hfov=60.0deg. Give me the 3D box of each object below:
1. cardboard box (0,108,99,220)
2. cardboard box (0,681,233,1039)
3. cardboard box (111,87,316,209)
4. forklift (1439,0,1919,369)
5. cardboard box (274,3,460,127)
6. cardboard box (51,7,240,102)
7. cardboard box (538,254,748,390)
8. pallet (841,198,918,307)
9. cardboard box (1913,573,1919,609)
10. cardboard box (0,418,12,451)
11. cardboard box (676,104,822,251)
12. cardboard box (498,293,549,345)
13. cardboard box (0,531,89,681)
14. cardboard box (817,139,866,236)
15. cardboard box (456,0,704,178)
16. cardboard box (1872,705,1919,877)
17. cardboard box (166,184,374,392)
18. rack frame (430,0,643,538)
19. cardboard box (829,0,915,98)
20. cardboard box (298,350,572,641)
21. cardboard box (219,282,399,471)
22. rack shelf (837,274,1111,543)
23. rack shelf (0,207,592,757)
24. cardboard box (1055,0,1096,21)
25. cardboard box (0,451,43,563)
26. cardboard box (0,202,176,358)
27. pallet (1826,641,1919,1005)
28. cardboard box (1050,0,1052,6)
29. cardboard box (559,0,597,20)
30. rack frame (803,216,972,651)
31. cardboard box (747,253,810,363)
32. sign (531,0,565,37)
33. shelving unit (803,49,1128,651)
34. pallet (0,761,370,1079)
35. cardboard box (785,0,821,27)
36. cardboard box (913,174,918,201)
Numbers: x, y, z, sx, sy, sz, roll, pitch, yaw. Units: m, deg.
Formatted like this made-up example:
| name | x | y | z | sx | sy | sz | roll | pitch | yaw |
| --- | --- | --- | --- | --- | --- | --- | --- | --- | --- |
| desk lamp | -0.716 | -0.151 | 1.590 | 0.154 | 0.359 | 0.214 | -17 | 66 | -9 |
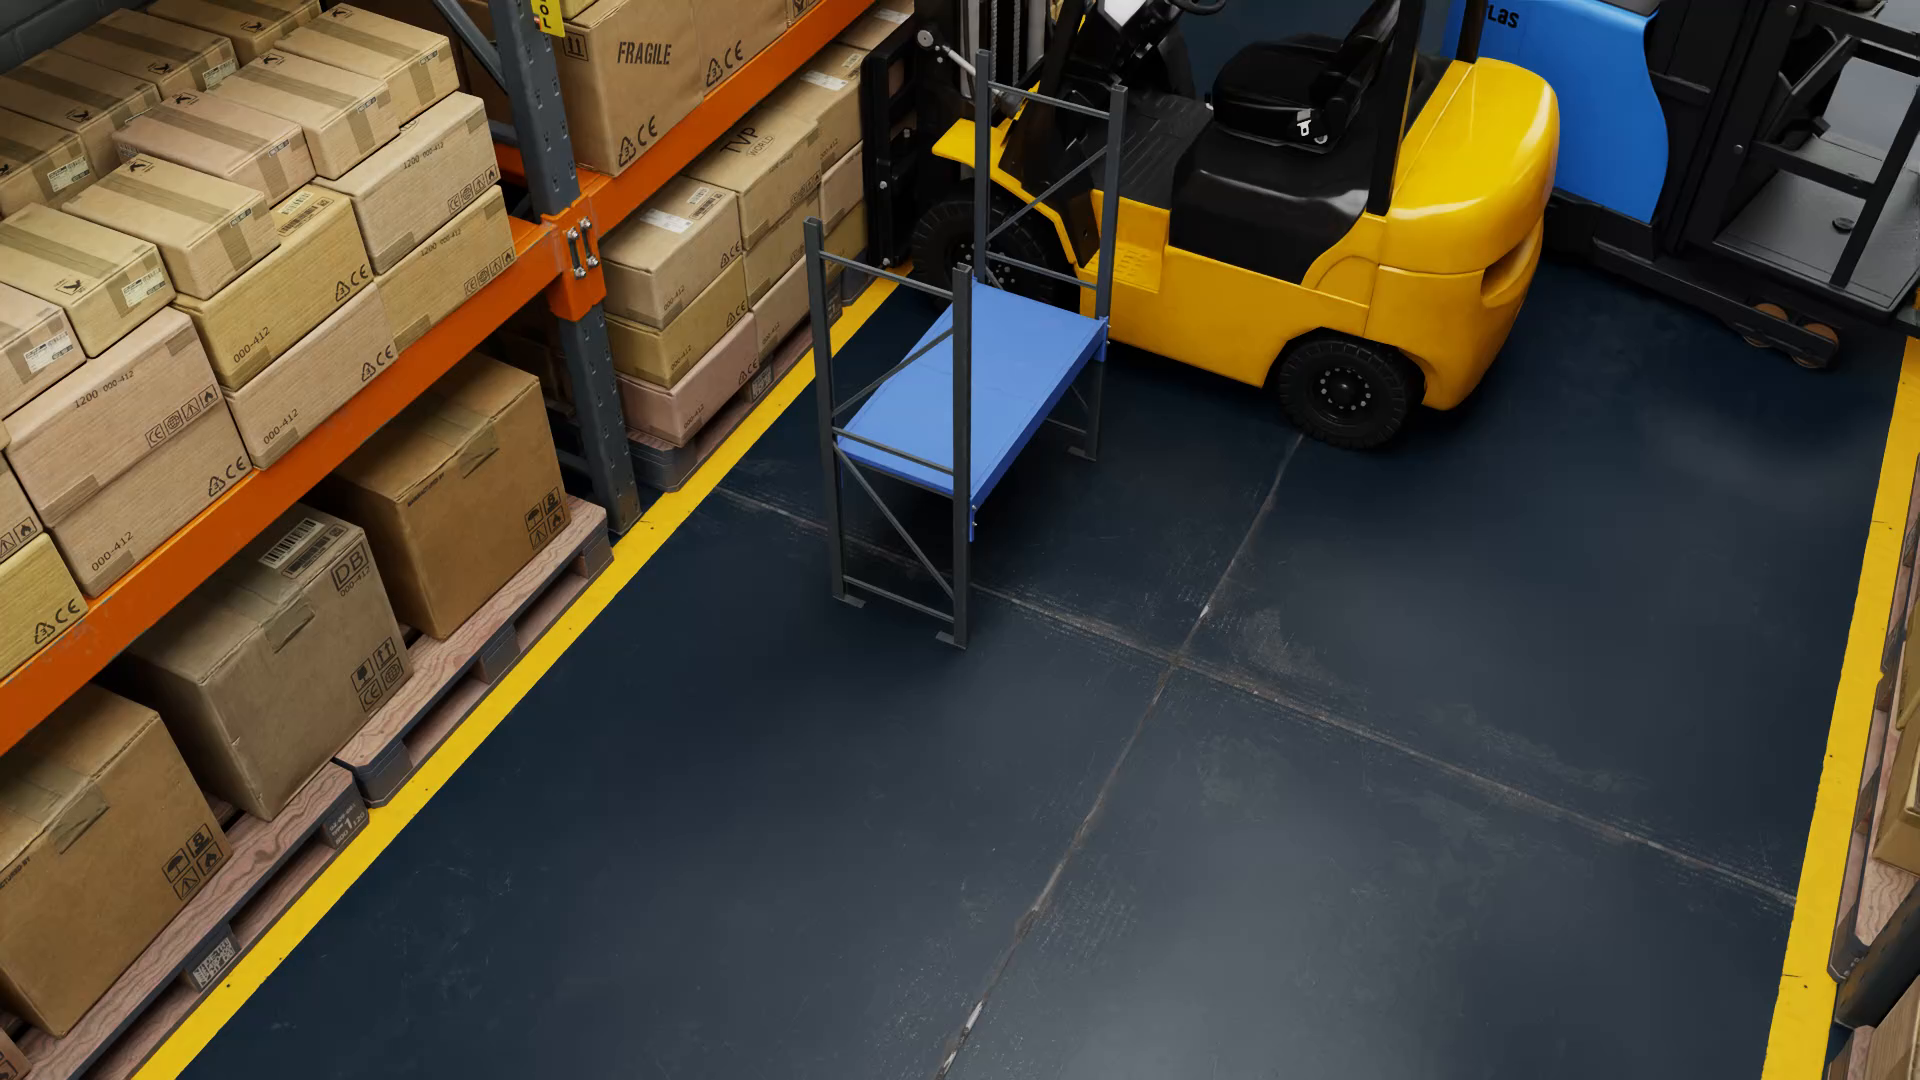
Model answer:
| name | x | y | z | sx | sy | sz | roll | pitch | yaw |
| --- | --- | --- | --- | --- | --- | --- | --- | --- | --- |
| cardboard box | -2.325 | -0.902 | 4.006 | 0.380 | 0.149 | 0.250 | 20 | 49 | 19 |
| cardboard box | -2.530 | 0.714 | 4.309 | 0.875 | 0.625 | 0.625 | 19 | 48 | 17 |
| cardboard box | -1.809 | -0.935 | 4.039 | 0.380 | 0.149 | 0.250 | 20 | 49 | 19 |
| forklift | 3.388 | -2.119 | 5.783 | 3.031 | 2.935 | 1.130 | 32 | 53 | 27 |
| cardboard box | -1.545 | -1.240 | 4.341 | 0.380 | 0.149 | 0.250 | 22 | 49 | 20 |
| cardboard box | -2.108 | -1.227 | 4.327 | 0.380 | 0.149 | 0.250 | 19 | 48 | 18 |
| cardboard box | -1.086 | -0.825 | 5.743 | 0.500 | 0.250 | 0.500 | 20 | 49 | 19 |
| pallet | -0.612 | -1.544 | 7.128 | 1.003 | 0.211 | 1.213 | 20 | 49 | 19 |
| cardboard box | 3.330 | 0.071 | 5.209 | 0.500 | 0.250 | 0.500 | 21 | 49 | 20 |
| cardboard box | -2.167 | -0.233 | 3.345 | 0.380 | 0.149 | 0.250 | 19 | 48 | 18 |
| cardboard box | -0.835 | -1.318 | 5.879 | 0.500 | 0.250 | 0.500 | 21 | 49 | 19 |
| cardboard box | -1.539 | -0.997 | 5.913 | 0.500 | 0.250 | 0.500 | 19 | 48 | 18 |
| cardboard box | -2.305 | 0.140 | 3.608 | 0.500 | 0.250 | 0.500 | 22 | 49 | 20 |
| cardboard box | -0.610 | -1.456 | 6.367 | 0.500 | 0.250 | 0.500 | 20 | 49 | 19 |
| cardboard box | -1.146 | -1.494 | 5.047 | 0.500 | 0.500 | 0.500 | 19 | 48 | 18 |
| cardboard box | 2.851 | 0.729 | 4.559 | 0.500 | 0.250 | 0.500 | 23 | 50 | 21 |
| cardboard box | -1.817 | -0.668 | 4.056 | 0.500 | 0.250 | 0.500 | 19 | 48 | 18 |
| rack frame | -1.584 | -1.266 | 4.892 | 1.000 | 3.000 | 0.127 | 20 | 49 | 19 |
| cardboard box | -0.363 | -1.963 | 6.517 | 0.500 | 0.250 | 0.500 | 20 | 49 | 18 |
| cardboard box | -1.816 | -0.246 | 5.259 | 0.875 | 0.625 | 0.625 | 23 | 50 | 21 |
| cardboard box | -1.814 | -0.491 | 4.231 | 0.500 | 0.250 | 0.500 | 20 | 49 | 19 |
| rack shelf | 0.040 | -0.455 | 5.398 | 0.538 | 0.185 | 1.000 | 20 | 49 | 19 |
| rack shelf | -2.512 | 0.247 | 3.903 | 1.077 | 0.370 | 4.000 | 20 | 49 | 19 |
| cardboard box | 0.335 | -2.566 | 7.815 | 0.500 | 0.250 | 0.500 | 21 | 49 | 19 |
| cardboard box | -2.311 | -0.037 | 3.431 | 0.500 | 0.250 | 0.500 | 21 | 49 | 20 |
| cardboard box | -1.991 | -0.581 | 3.689 | 0.380 | 0.149 | 0.250 | 19 | 48 | 18 |
| pallet | 3.095 | 0.916 | 4.696 | 1.003 | 0.211 | 1.213 | 20 | 49 | 19 |
| cardboard box | 0.082 | -2.420 | 7.319 | 0.500 | 0.250 | 0.500 | 20 | 49 | 19 |
| cardboard box | -1.203 | -1.643 | 4.738 | 0.380 | 0.149 | 0.250 | 20 | 49 | 18 |
| rack frame | -0.196 | -0.261 | 4.953 | 0.500 | 1.500 | 0.032 | 20 | 49 | 19 |
| cardboard box | -0.844 | -0.967 | 6.235 | 0.500 | 0.250 | 0.500 | 19 | 48 | 18 |
| sign | -1.098 | -1.472 | 4.337 | 0.100 | 0.325 | 0.005 | 20 | 49 | 19 |
| shelving unit | 0.040 | -0.581 | 5.270 | 0.538 | 1.500 | 1.048 | 20 | 49 | 19 |
| pallet | -2.456 | 0.963 | 4.650 | 1.003 | 0.211 | 1.213 | 20 | 49 | 19 |
| cardboard box | -0.685 | -2.147 | 5.693 | 0.500 | 0.500 | 0.500 | 20 | 49 | 19 |
| cardboard box | -0.366 | -1.609 | 6.870 | 0.500 | 0.250 | 0.500 | 22 | 49 | 20 |
